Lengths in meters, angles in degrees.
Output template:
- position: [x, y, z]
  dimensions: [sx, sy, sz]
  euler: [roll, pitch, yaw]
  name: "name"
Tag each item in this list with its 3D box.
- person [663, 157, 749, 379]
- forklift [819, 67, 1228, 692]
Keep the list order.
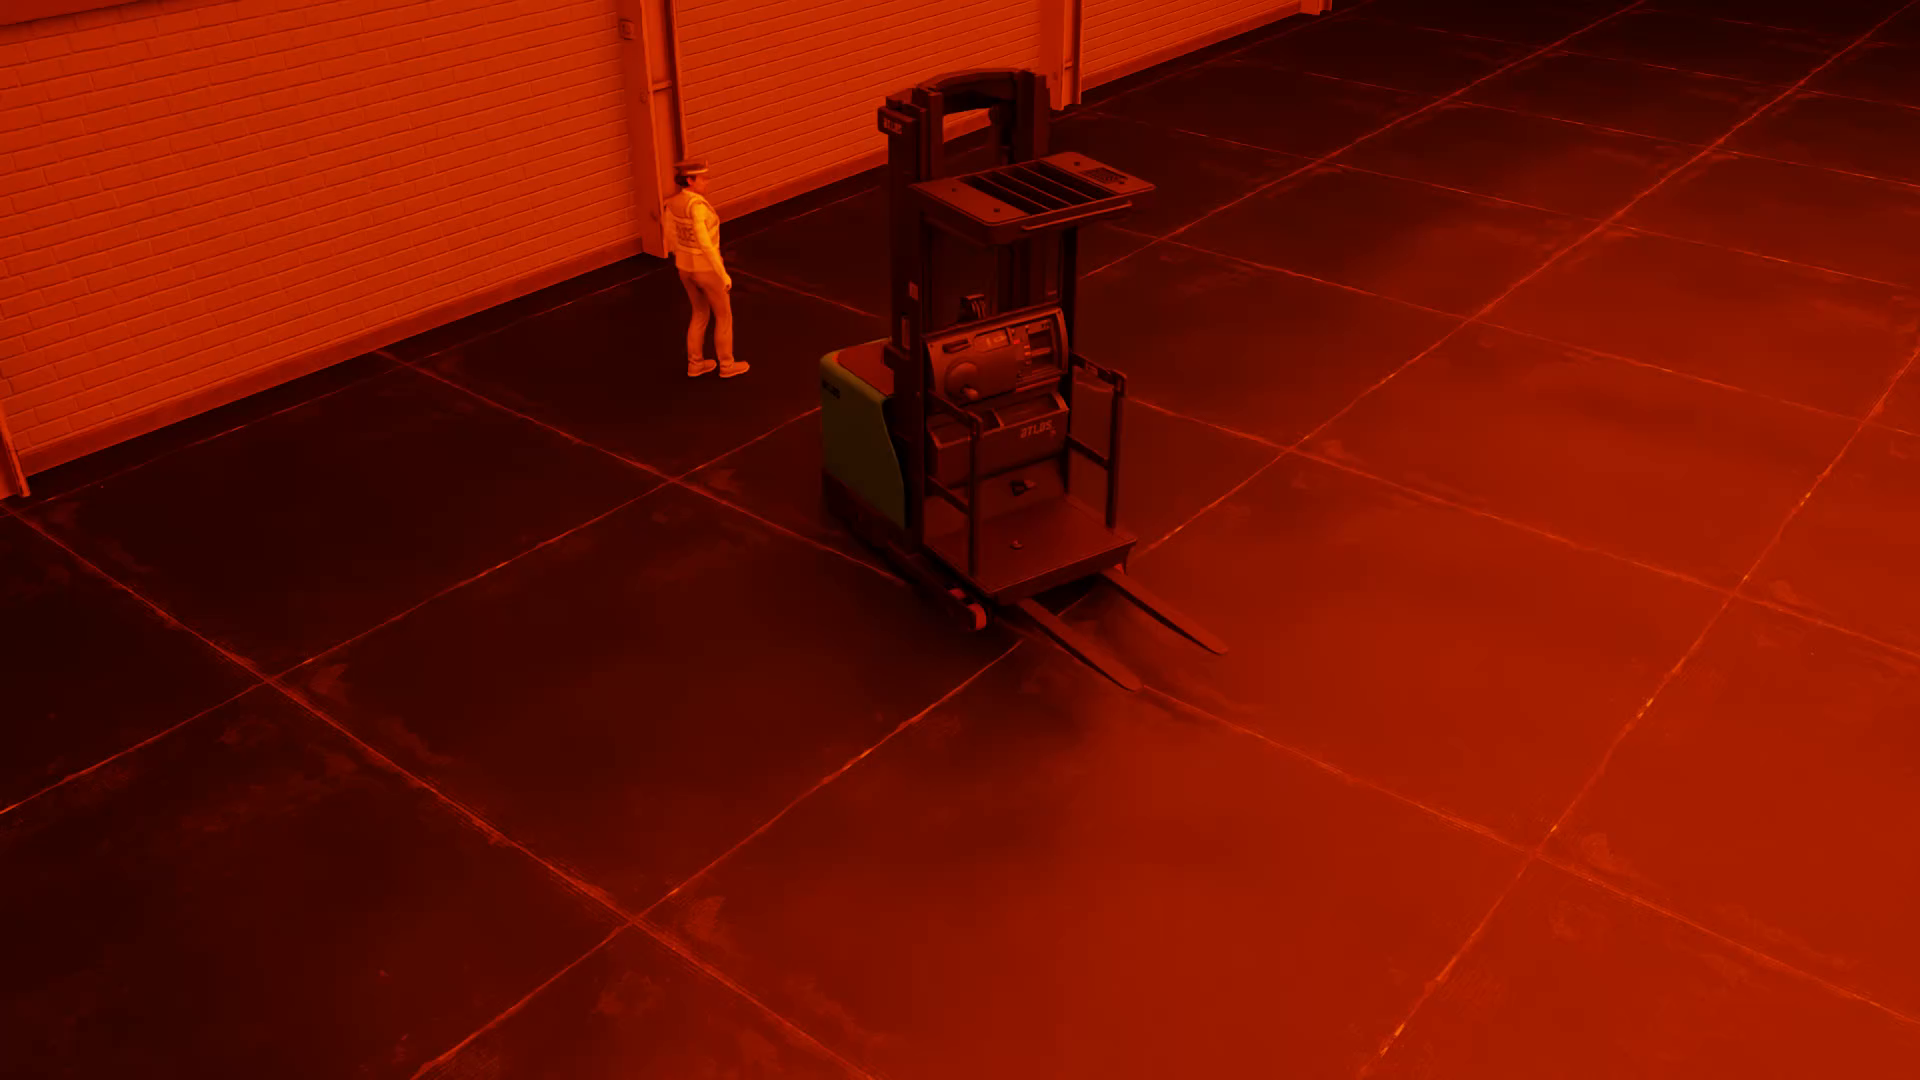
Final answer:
- position: [-1.870, -2.008, 12.292]
  dimensions: [0.662, 1.663, 0.440]
  euler: [26, 39, 37]
  name: "person"
- position: [0.341, -1.010, 9.323]
  dimensions: [1.130, 2.935, 3.031]
  euler: [-19, 35, -29]
  name: "forklift"
